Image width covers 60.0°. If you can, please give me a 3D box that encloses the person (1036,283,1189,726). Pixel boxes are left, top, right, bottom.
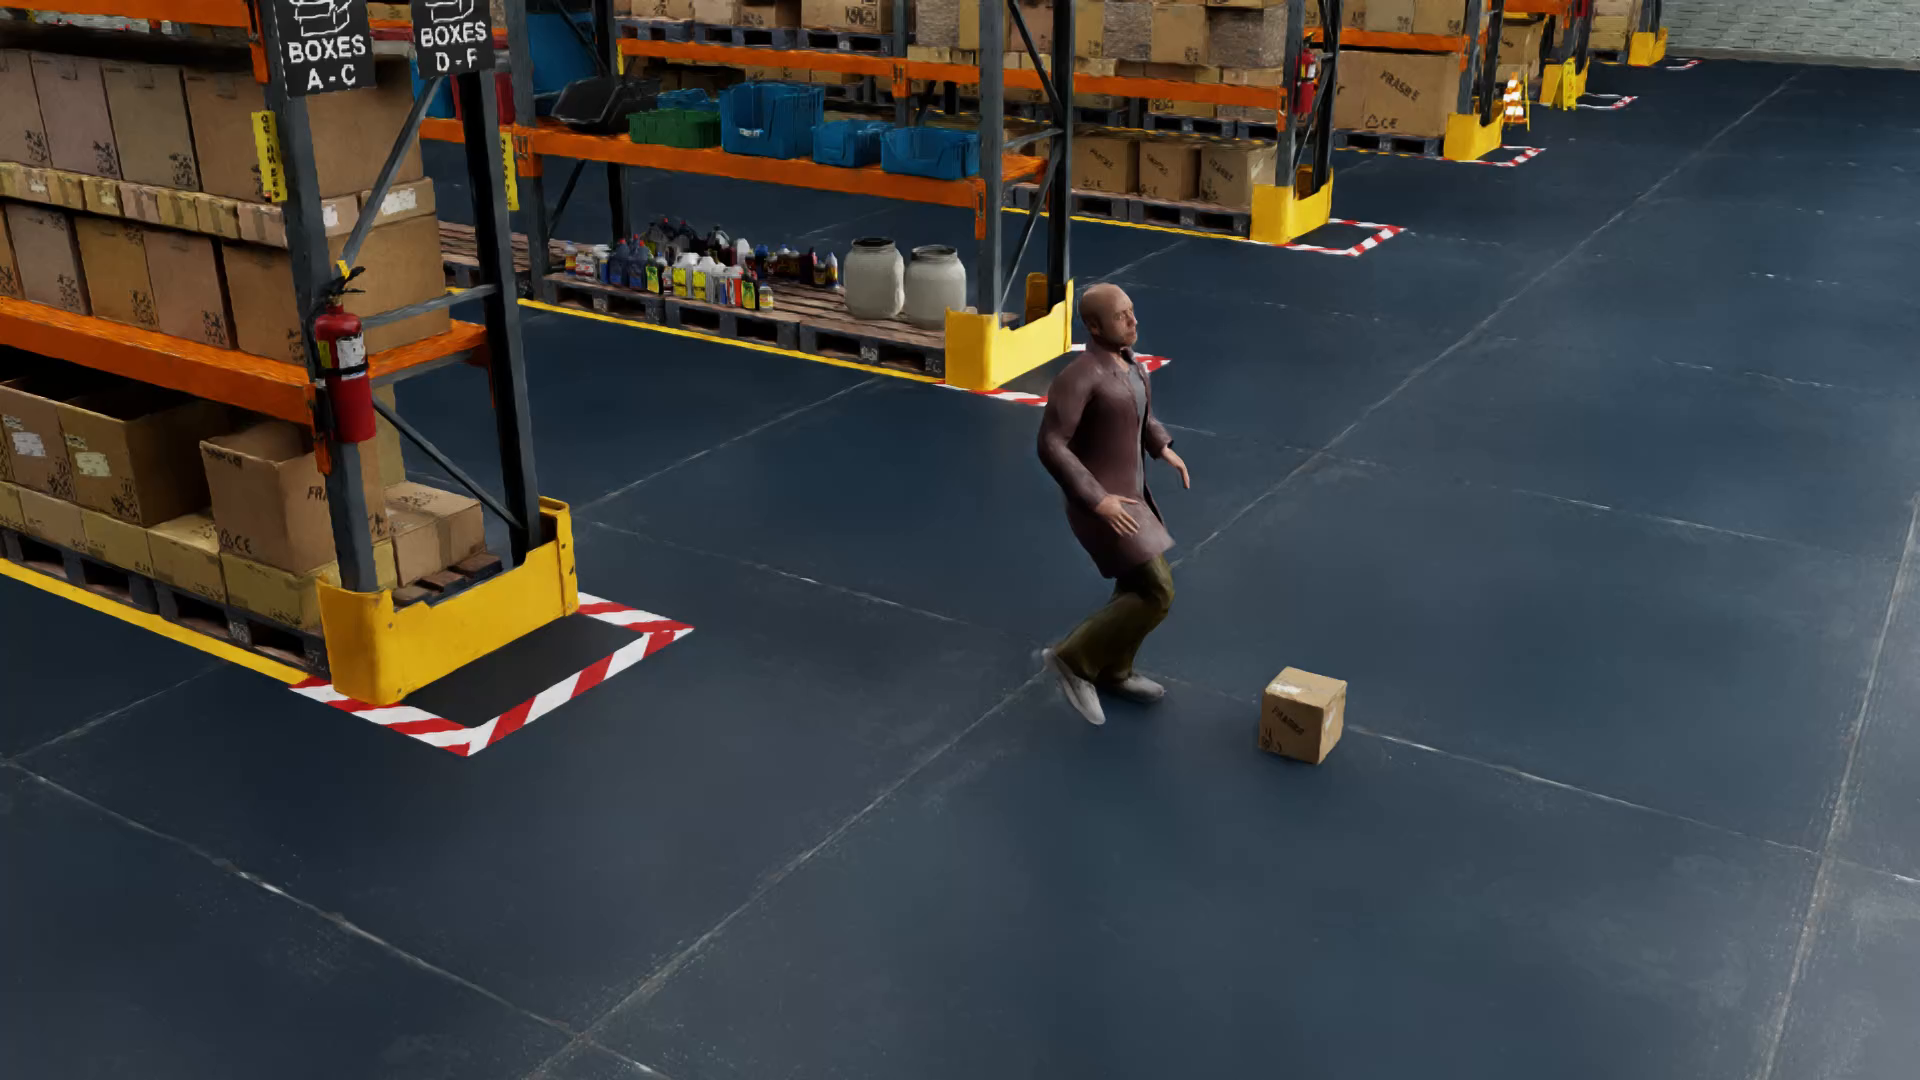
[{"bbox_3d":[0.624,-0.152,6.522,0.521,1.744,0.772,7,24,16],"label":"person"}]
